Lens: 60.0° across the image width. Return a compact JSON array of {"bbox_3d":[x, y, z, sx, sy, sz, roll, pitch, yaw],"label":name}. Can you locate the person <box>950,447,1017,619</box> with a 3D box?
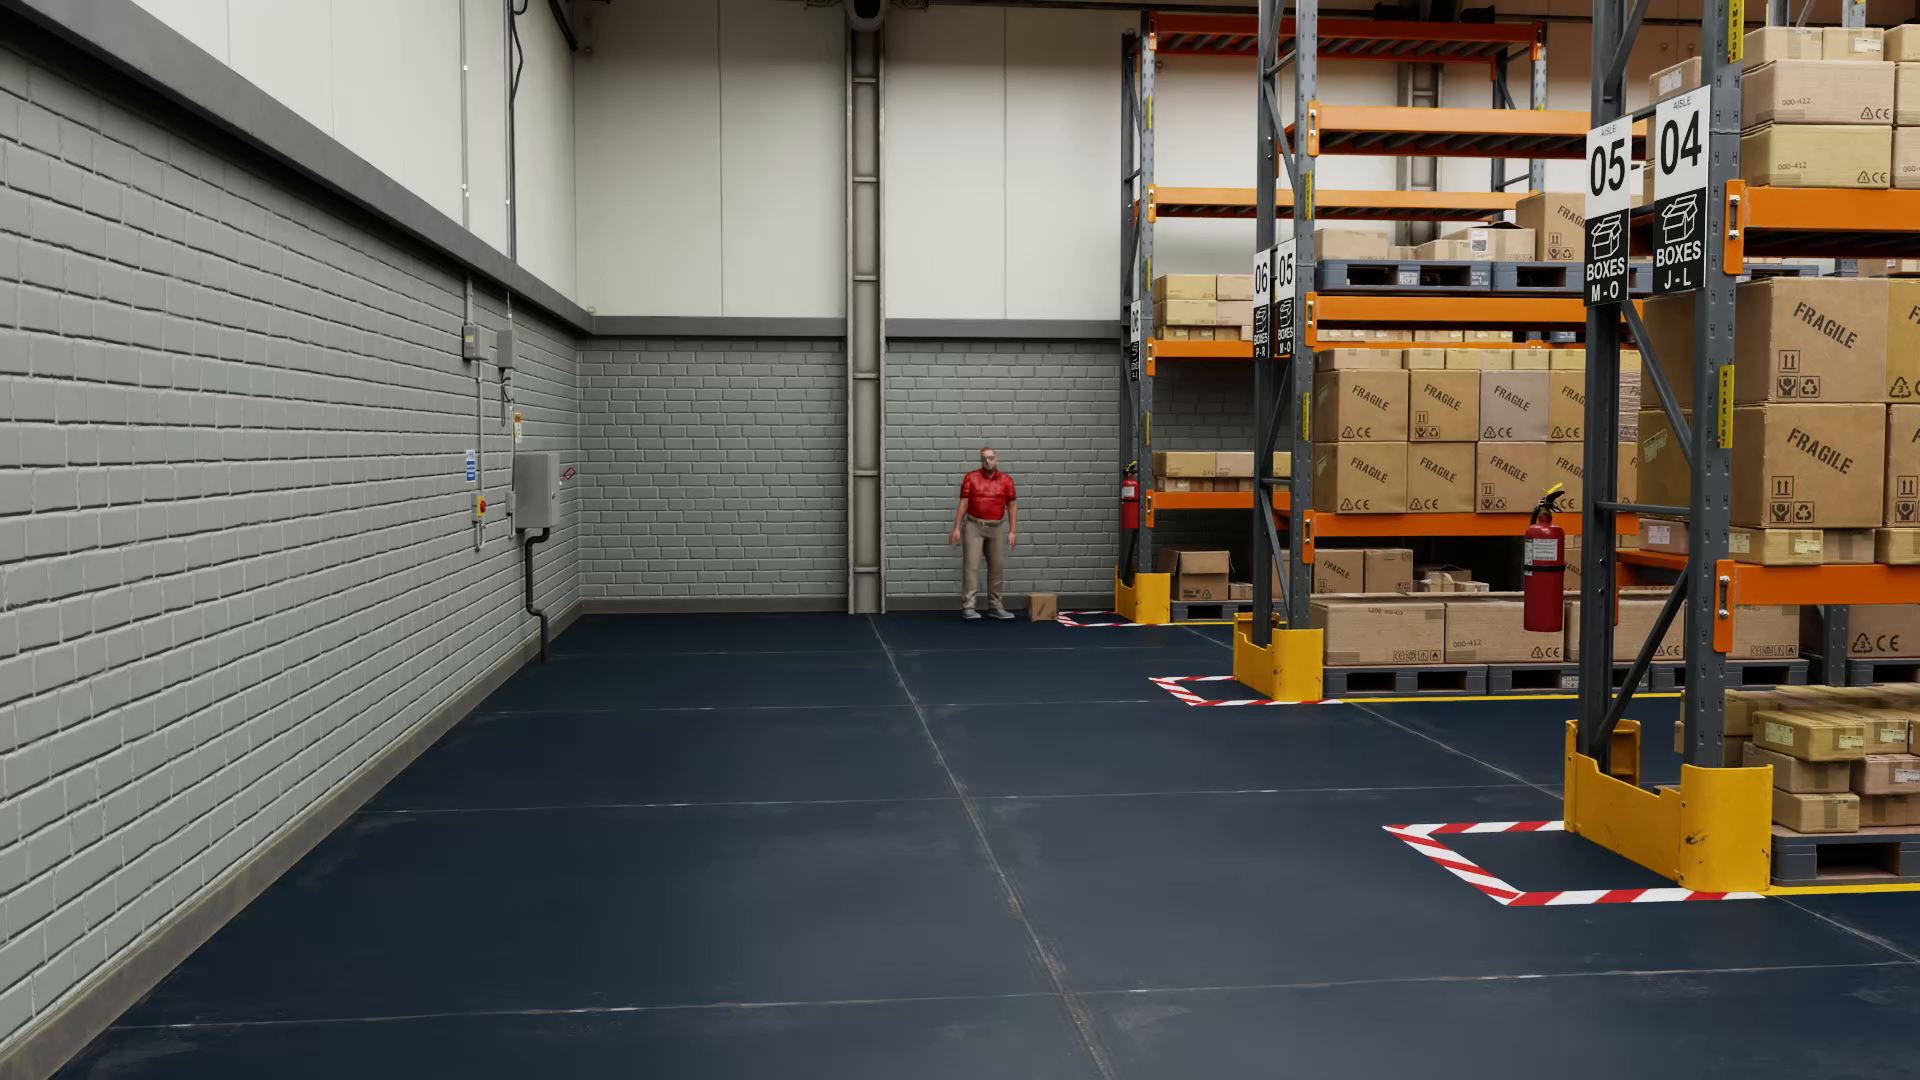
[{"bbox_3d":[0.250,-0.063,16.573,0.682,1.731,0.528,-1,3,-12],"label":"person"}]
